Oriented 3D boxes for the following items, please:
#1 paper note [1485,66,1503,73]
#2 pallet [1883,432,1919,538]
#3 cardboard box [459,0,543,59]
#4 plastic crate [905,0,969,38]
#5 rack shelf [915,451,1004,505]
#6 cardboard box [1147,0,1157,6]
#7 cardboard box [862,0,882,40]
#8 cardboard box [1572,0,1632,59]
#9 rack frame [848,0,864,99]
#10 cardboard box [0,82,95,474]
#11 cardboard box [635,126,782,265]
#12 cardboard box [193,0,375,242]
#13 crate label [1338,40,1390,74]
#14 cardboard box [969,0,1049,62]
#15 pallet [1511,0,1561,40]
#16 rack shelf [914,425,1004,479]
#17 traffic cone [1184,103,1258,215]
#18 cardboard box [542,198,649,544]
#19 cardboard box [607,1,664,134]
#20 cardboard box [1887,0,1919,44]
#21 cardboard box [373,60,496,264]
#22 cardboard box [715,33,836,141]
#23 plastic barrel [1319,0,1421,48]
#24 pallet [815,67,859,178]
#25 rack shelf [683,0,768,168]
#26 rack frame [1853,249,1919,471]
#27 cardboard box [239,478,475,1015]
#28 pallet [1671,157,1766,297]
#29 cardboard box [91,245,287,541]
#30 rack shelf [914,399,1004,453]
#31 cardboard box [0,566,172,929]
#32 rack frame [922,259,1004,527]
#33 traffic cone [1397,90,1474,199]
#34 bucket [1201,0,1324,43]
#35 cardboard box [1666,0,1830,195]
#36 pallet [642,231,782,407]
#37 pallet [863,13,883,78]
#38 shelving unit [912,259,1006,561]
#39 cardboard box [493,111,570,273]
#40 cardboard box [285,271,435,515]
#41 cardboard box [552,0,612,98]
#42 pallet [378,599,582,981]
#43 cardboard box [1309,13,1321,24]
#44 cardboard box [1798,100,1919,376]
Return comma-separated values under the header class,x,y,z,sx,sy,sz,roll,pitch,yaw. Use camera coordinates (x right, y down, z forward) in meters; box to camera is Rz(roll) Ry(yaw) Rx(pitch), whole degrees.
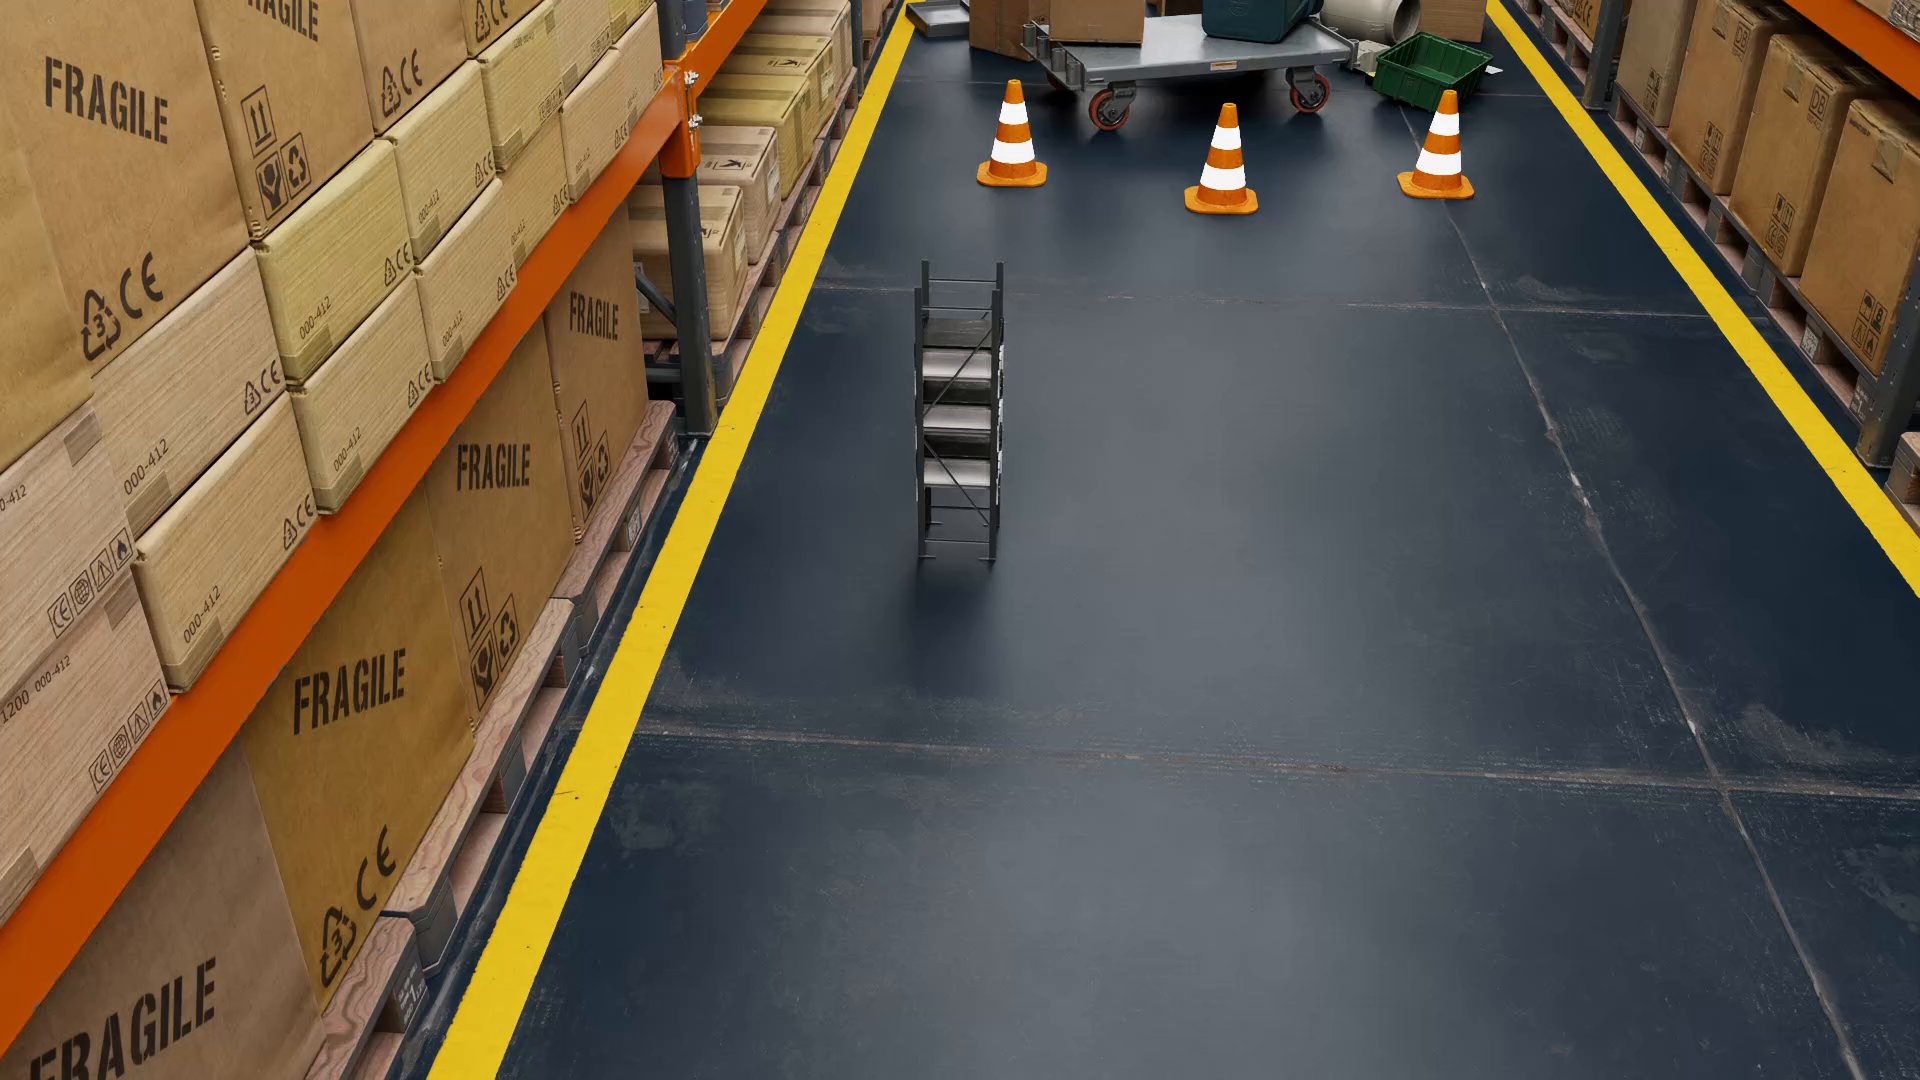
class,x,y,z,sx,sy,sz,roll,pitch,yaw
paper note,3.055,-2.743,9.672,0.147,0.020,0.142,-20,37,-29
pallet,3.512,0.070,4.935,1.003,0.211,1.213,2,32,4
cardboard box,-1.227,-1.343,3.521,0.500,0.500,0.500,2,32,4
plastic crate,-0.094,-3.319,10.559,0.402,0.080,0.583,-8,33,-13
rack shelf,-0.001,-0.197,5.119,0.258,0.077,0.200,2,32,4
cardboard box,1.667,-3.778,10.900,0.797,0.503,0.637,-20,37,-29
cardboard box,-0.722,-3.081,9.611,0.500,0.250,0.500,1,32,2
cardboard box,4.024,-3.217,9.236,0.875,0.875,0.875,3,32,5
rack frame,-1.039,-3.776,8.517,1.000,3.000,0.127,2,32,4
cardboard box,-1.368,-0.278,1.794,0.500,0.500,0.500,3,32,5
cardboard box,-1.257,-1.425,6.808,0.950,0.372,0.625,2,32,3
cardboard box,-1.311,-0.808,2.653,0.500,0.500,0.500,2,32,3
crate label,2.360,-2.816,9.690,0.298,0.136,0.250,-20,37,-29
cardboard box,0.405,-3.215,9.987,0.500,0.500,0.500,27,41,37
pallet,4.140,-3.464,10.669,1.003,0.211,1.213,2,32,4
rack shelf,-0.001,-0.274,5.072,0.258,0.077,0.200,2,32,4
traffic cone,1.229,-1.793,7.718,0.336,0.463,0.334,2,32,4
cardboard box,-1.504,-0.601,4.990,0.875,0.875,0.875,2,32,4
cardboard box,-1.147,-1.345,4.716,0.500,0.250,0.500,1,32,2
cardboard box,3.346,-1.815,5.241,0.500,0.500,0.500,2,32,4
cardboard box,-1.252,-0.760,3.291,0.500,0.250,0.500,2,32,2
cardboard box,-1.134,-2.185,8.041,0.950,0.372,0.625,4,32,7
plastic barrel,2.466,-3.179,10.005,0.512,0.421,0.421,27,41,37
pallet,-1.101,-2.181,8.588,1.003,0.211,1.213,2,32,4
rack shelf,-1.202,-2.424,7.009,1.077,0.370,4.000,2,32,4
rack frame,3.577,-1.525,4.866,1.000,3.000,0.127,2,32,4
cardboard box,-1.654,0.333,3.475,0.875,0.875,0.875,3,32,5
pallet,3.818,-1.383,7.294,1.003,0.211,1.213,2,32,4
cardboard box,-1.359,-0.233,2.436,0.500,0.250,0.500,3,32,5
rack shelf,-0.001,-0.350,5.024,0.258,0.077,0.200,2,32,4
cardboard box,-1.391,0.253,2.124,0.500,0.250,0.500,2,32,3
rack frame,0.008,-0.432,5.093,0.240,0.900,0.006,2,32,4
traffic cone,2.289,-1.900,7.892,0.336,0.463,0.334,2,32,4
bucket,1.616,-3.040,8.995,0.726,0.611,0.620,14,44,21
cardboard box,3.860,-2.005,7.389,1.050,0.750,0.750,2,32,4
pallet,-1.299,-0.905,6.518,1.003,0.211,1.213,2,32,4
pallet,-1.019,-2.941,9.821,1.003,0.211,1.213,2,32,4
shelving unit,-0.001,-0.379,5.007,0.258,0.900,0.210,2,32,4
cardboard box,-1.230,-0.814,3.855,0.500,0.250,0.500,2,32,3
cardboard box,-1.293,-0.285,2.997,0.500,0.250,0.500,2,32,4
cardboard box,-1.189,-1.301,4.168,0.500,0.250,0.500,2,32,3
pallet,-1.606,0.548,4.159,1.003,0.211,1.213,2,32,4
cardboard box,2.207,-3.431,10.563,0.396,0.266,0.258,8,32,12
cardboard box,3.716,-1.061,5.857,1.050,0.750,0.750,2,32,3
